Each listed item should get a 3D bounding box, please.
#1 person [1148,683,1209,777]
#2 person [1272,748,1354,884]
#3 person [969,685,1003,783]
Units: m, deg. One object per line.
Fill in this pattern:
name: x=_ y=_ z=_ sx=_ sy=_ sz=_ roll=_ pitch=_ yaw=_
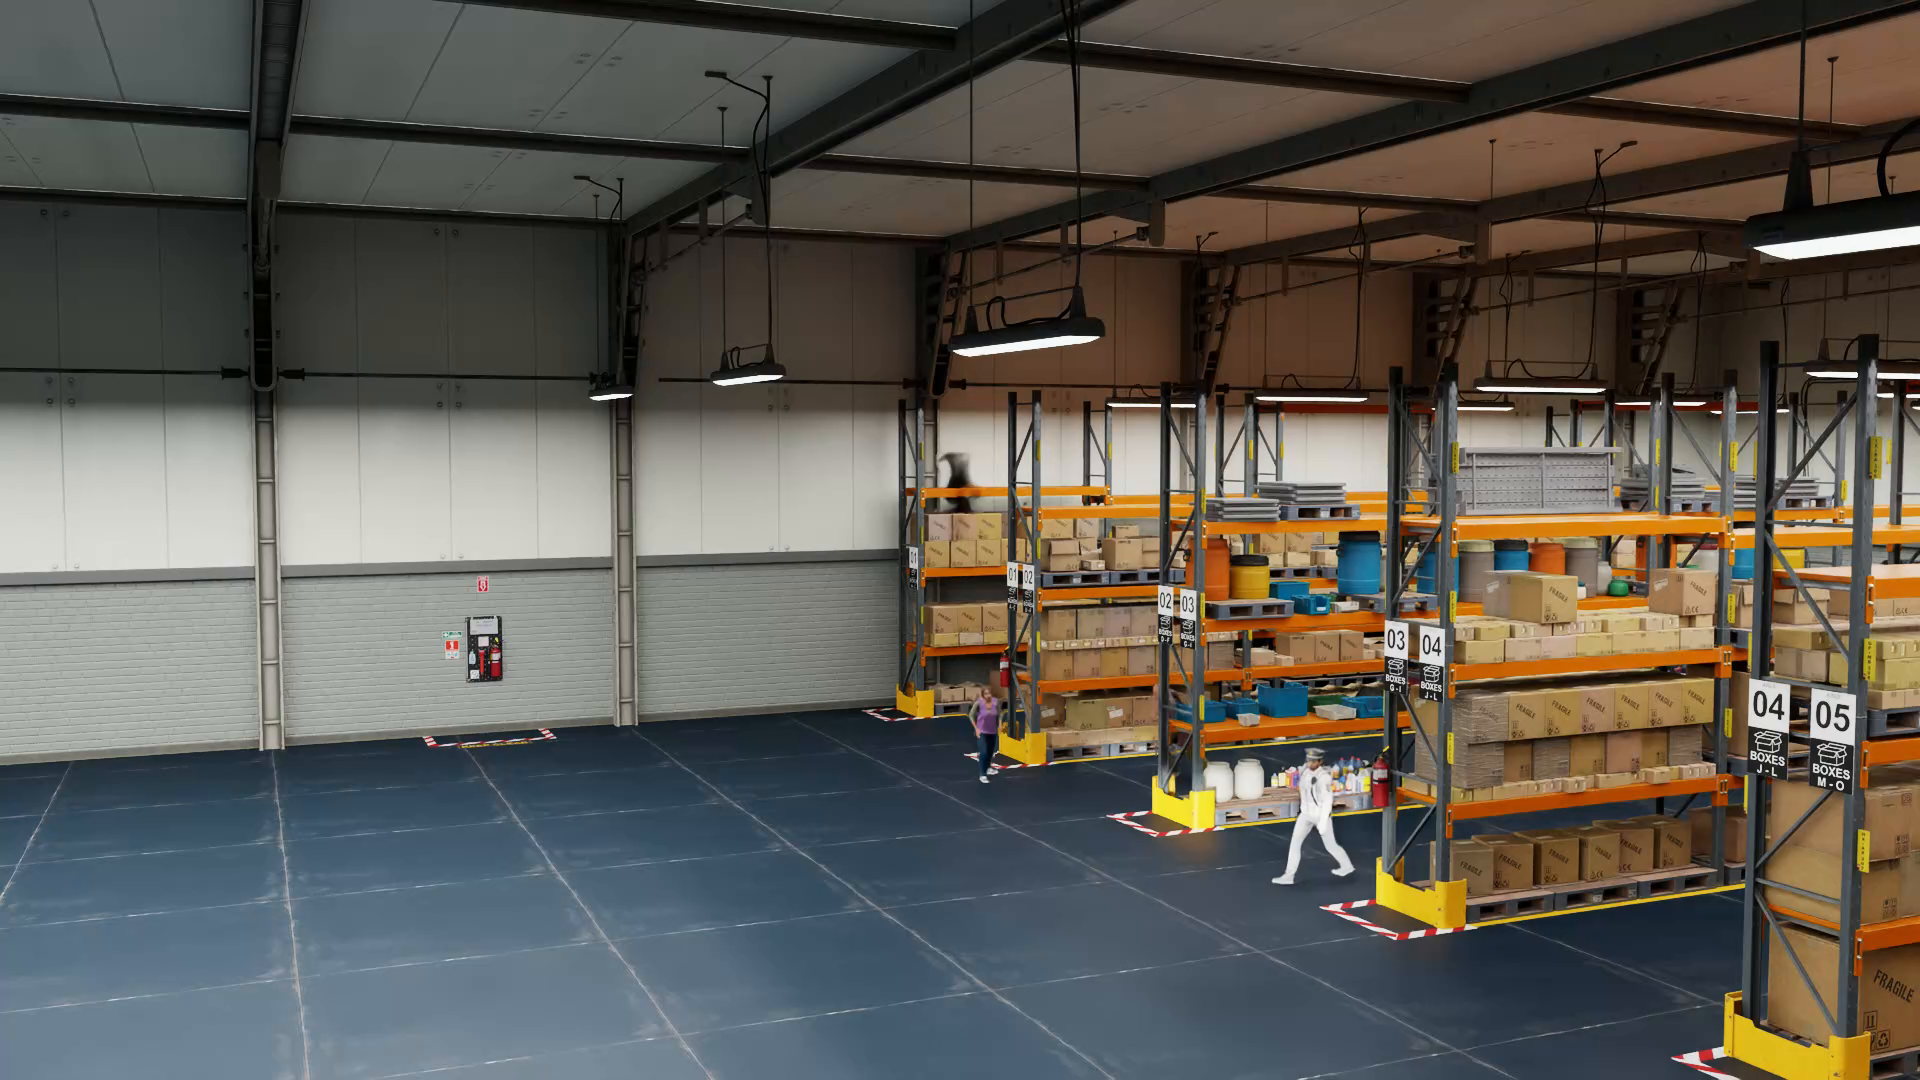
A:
person: x=3.365 y=2.930 z=25.305 sx=1.235 sy=1.568 sz=0.699 roll=-1 pitch=4 yaw=-23
person: x=4.152 y=3.215 z=19.444 sx=1.079 sy=1.596 sz=0.556 roll=-2 pitch=4 yaw=-34
person: x=0.406 y=2.930 z=25.343 sx=0.586 sy=1.521 sz=0.792 roll=-1 pitch=4 yaw=-21
